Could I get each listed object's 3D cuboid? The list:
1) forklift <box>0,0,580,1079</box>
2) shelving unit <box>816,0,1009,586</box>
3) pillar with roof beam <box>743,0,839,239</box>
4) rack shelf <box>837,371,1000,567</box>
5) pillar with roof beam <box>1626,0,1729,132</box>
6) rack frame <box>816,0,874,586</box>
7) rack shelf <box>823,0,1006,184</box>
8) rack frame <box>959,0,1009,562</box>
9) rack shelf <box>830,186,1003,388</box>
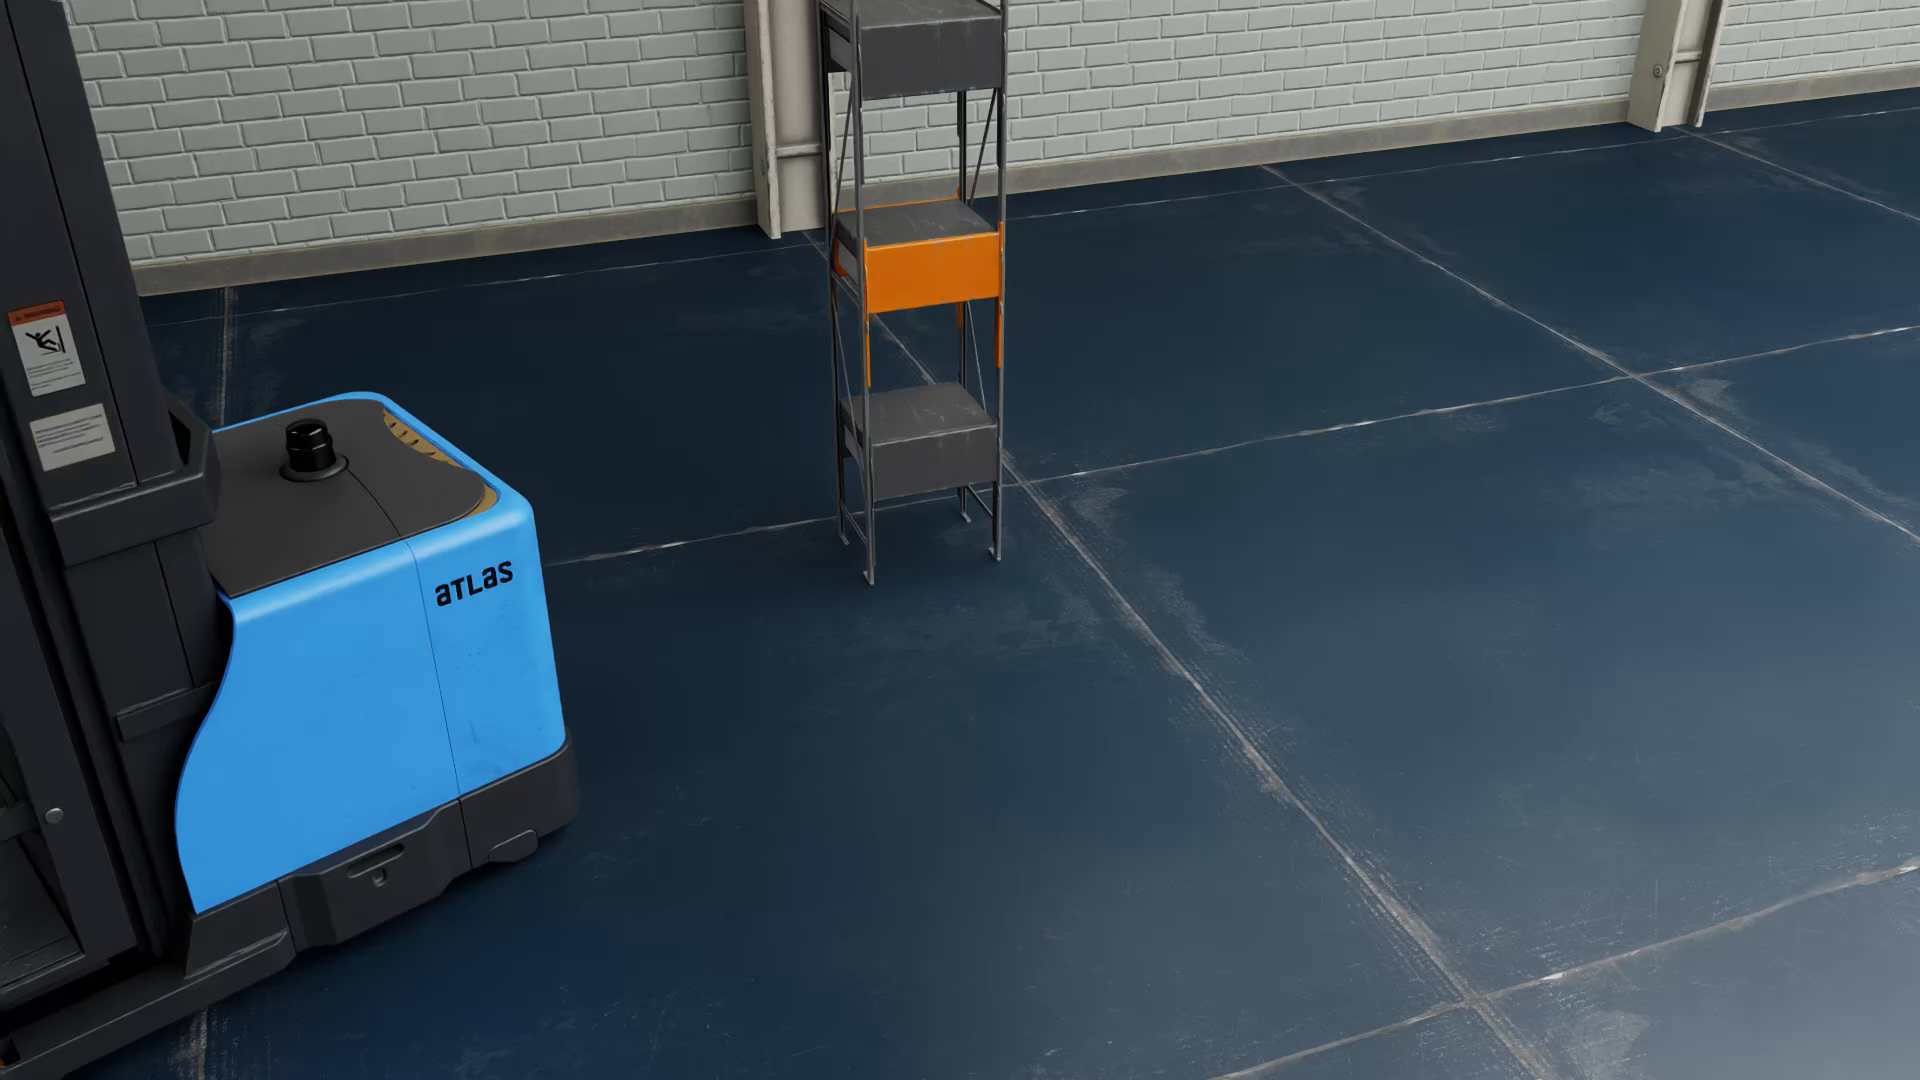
[{"bbox_3d":[-2.528,-0.138,3.531,3.031,2.935,1.130,-23,37,-35],"label":"forklift"},{"bbox_3d":[-0.155,-0.884,5.680,0.503,2.100,0.431,-10,31,-18],"label":"shelving unit"},{"bbox_3d":[0.592,-3.675,3.611,0.400,9.000,9.100,-10,31,-18],"label":"pillar with roof beam"},{"bbox_3d":[-0.155,-0.264,6.033,0.480,0.518,0.431,-10,31,-18],"label":"rack shelf"},{"bbox_3d":[6.215,-4.711,5.428,0.400,9.000,9.100,-10,31,-18],"label":"pillar with roof beam"},{"bbox_3d":[-0.384,-0.842,5.606,0.015,2.100,0.400,-10,31,-18],"label":"rack frame"},{"bbox_3d":[-0.155,-1.480,5.340,0.480,0.518,0.431,-10,31,-18],"label":"rack shelf"},{"bbox_3d":[0.074,-0.926,5.754,0.015,2.100,0.400,-10,31,-18],"label":"rack frame"},{"bbox_3d":[-0.155,-0.872,5.687,0.480,0.518,0.431,-10,31,-18],"label":"rack shelf"}]
